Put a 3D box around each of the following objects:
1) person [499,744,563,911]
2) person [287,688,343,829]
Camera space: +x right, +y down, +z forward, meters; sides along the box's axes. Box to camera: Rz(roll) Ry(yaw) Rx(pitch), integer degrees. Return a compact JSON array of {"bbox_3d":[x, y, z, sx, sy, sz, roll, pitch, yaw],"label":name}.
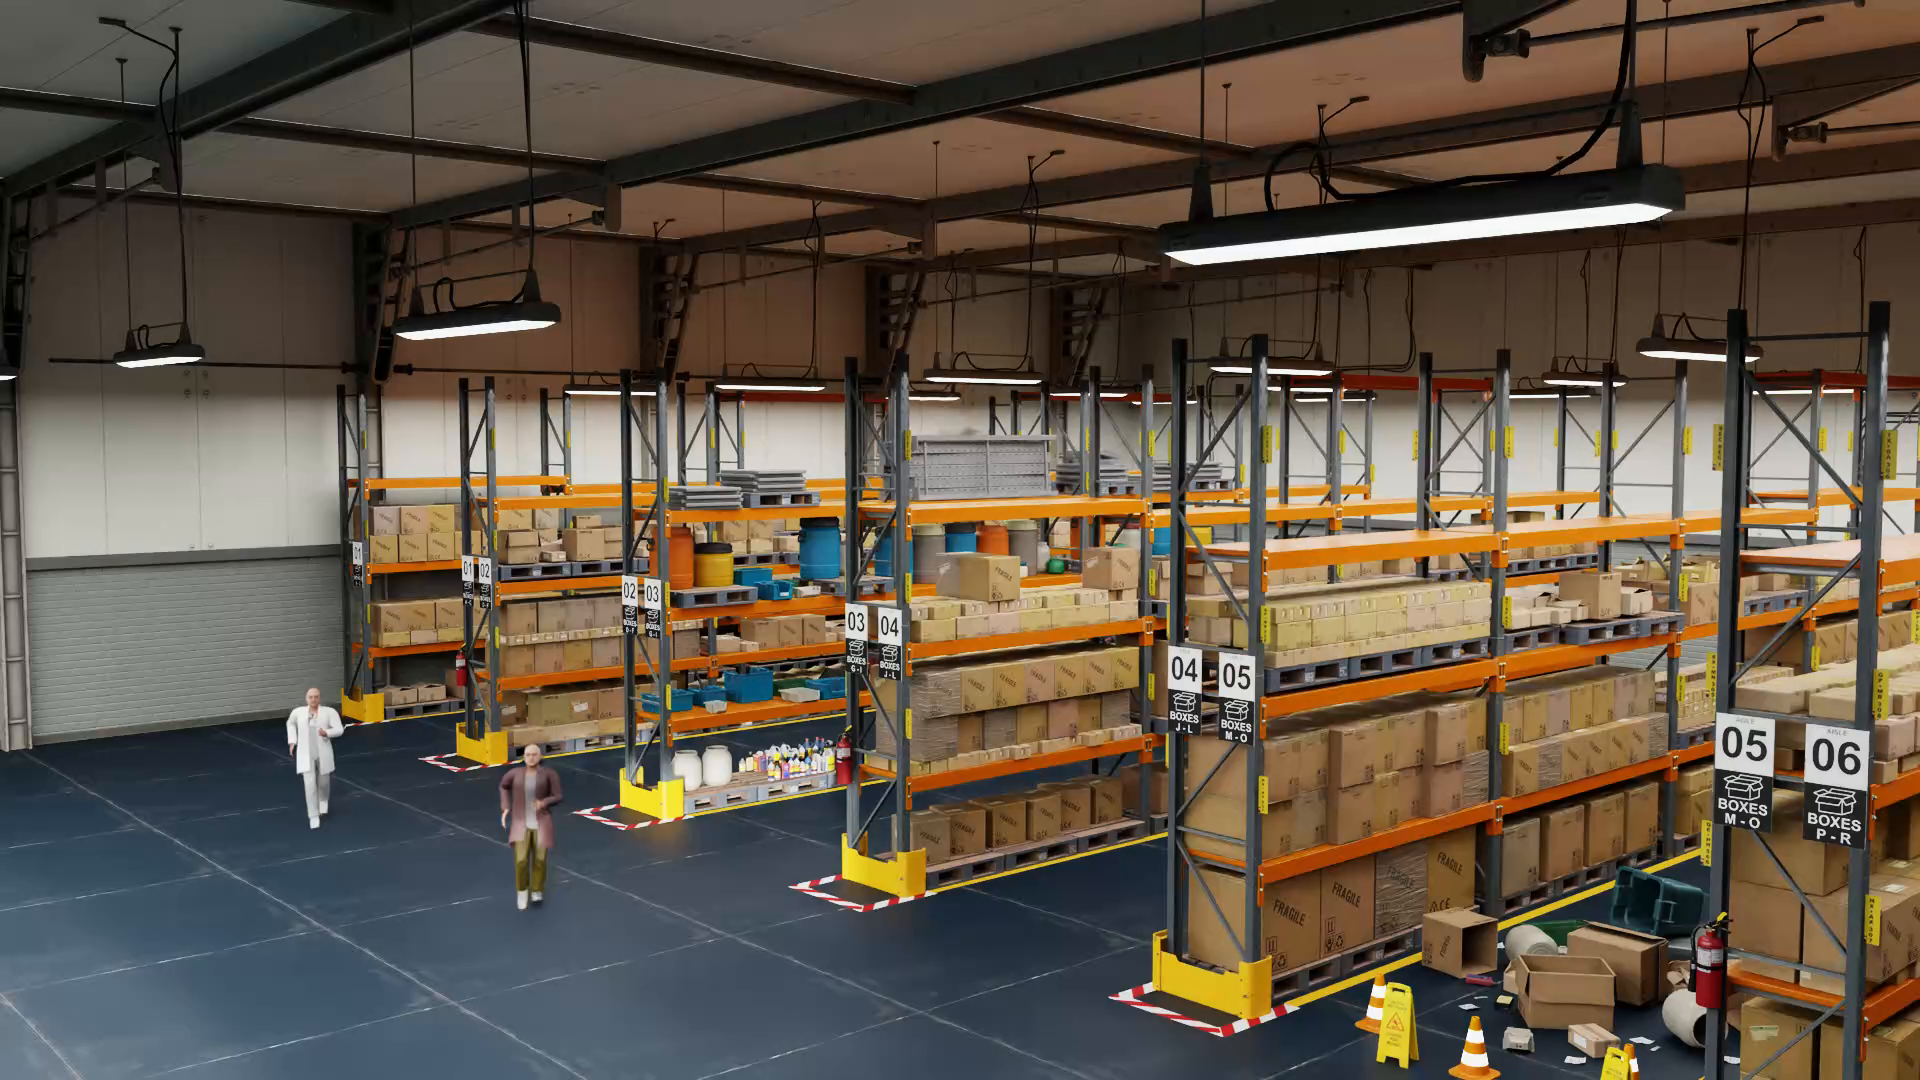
[{"bbox_3d":[-4.633,3.102,17.972,0.683,1.783,0.748,-1,4,-13],"label":"person"},{"bbox_3d":[-8.456,2.814,21.820,0.704,1.762,1.048,-1,4,-19],"label":"person"}]
